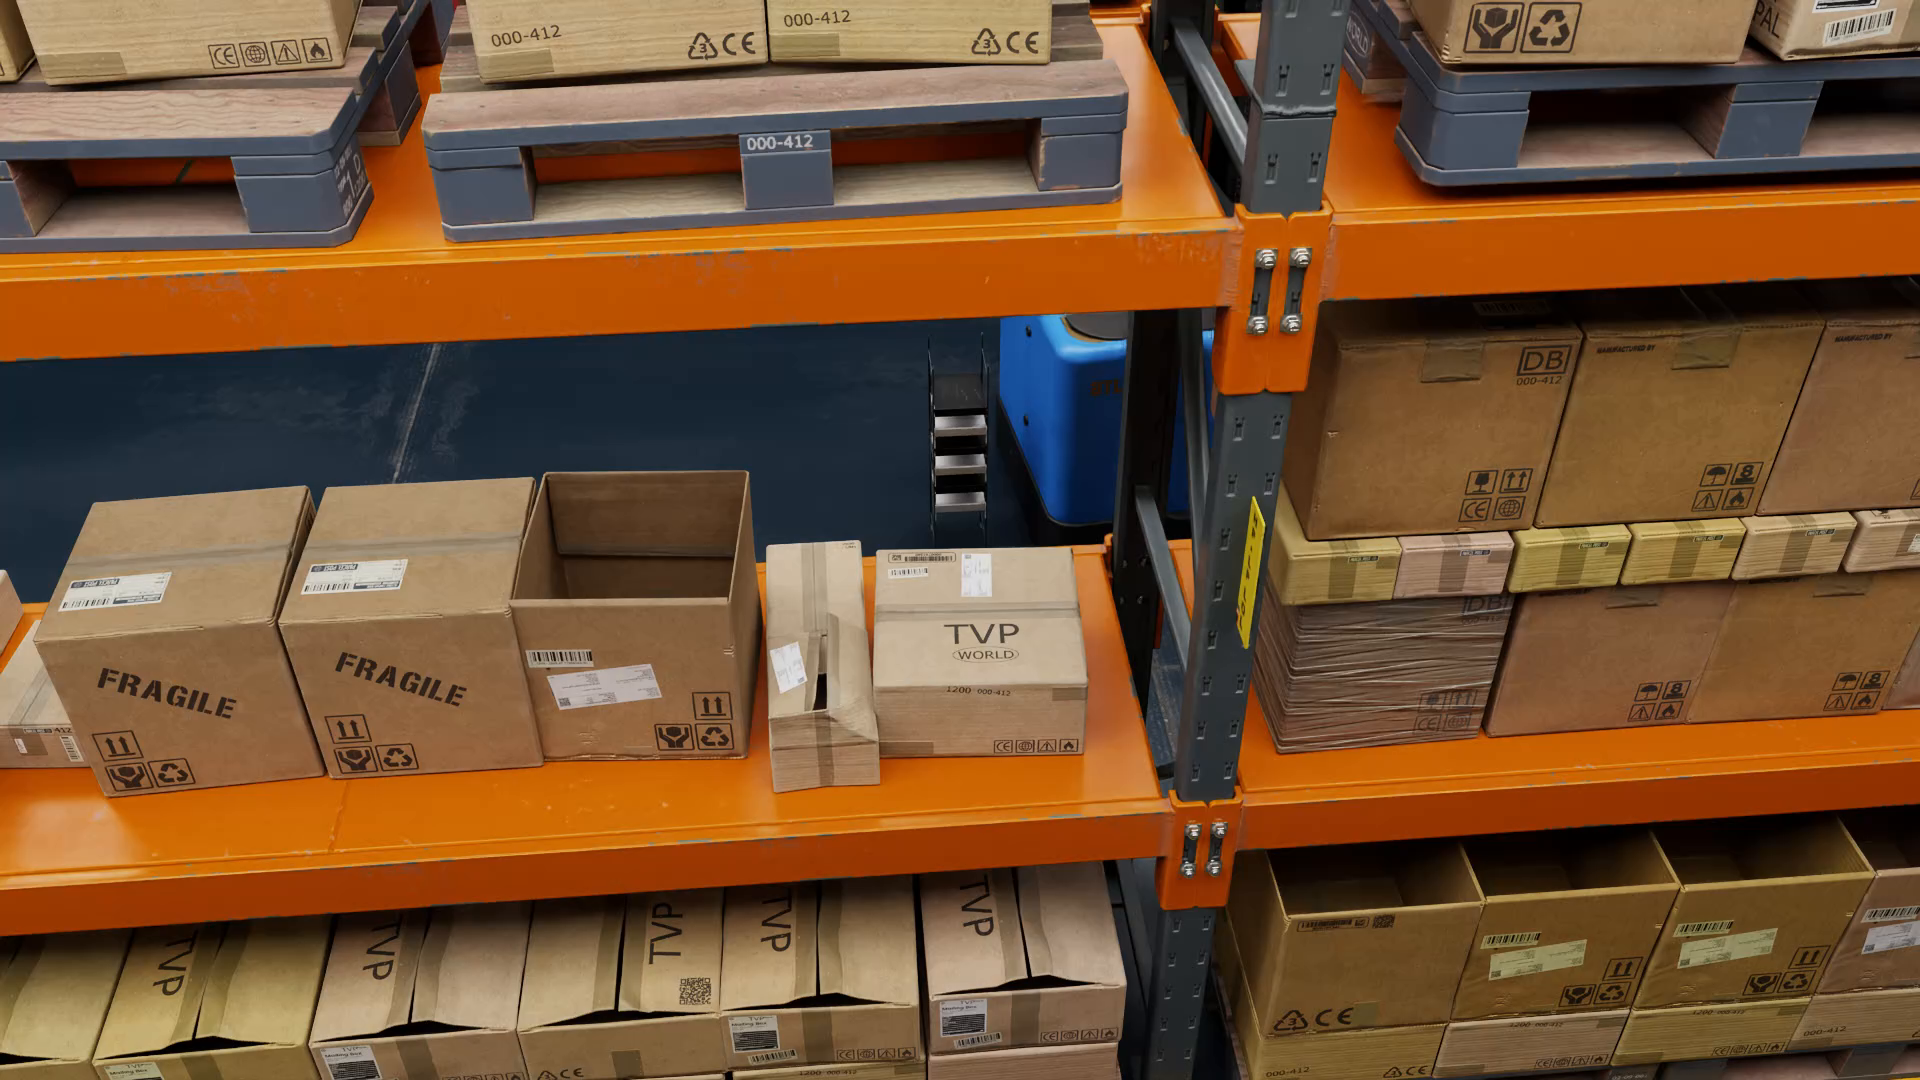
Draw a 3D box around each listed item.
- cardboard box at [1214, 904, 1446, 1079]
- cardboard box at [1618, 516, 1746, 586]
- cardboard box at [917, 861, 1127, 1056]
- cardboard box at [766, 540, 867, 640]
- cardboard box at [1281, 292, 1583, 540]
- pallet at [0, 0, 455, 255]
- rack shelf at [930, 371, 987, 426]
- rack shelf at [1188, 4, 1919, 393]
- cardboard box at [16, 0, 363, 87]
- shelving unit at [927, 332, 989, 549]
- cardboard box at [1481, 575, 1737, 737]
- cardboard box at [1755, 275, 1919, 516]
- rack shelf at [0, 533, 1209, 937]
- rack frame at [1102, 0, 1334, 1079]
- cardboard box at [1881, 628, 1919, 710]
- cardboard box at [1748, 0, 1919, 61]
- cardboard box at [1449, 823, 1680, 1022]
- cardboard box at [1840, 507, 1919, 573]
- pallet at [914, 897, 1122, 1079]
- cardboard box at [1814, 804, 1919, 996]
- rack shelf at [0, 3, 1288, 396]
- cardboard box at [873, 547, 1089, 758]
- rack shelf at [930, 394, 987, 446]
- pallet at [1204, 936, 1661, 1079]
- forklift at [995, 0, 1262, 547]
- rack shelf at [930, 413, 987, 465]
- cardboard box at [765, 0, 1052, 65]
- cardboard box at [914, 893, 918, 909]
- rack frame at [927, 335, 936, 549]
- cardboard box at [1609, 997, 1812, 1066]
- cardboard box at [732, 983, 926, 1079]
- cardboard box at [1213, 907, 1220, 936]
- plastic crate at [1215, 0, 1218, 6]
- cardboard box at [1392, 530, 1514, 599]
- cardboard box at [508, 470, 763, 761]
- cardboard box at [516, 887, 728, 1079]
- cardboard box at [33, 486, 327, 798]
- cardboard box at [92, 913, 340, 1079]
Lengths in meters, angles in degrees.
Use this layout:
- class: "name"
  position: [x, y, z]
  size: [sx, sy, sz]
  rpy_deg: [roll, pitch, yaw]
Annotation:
- class: "cardboard box"
  position: [1.018, 1.234, 4.646]
  size: [0.500, 0.250, 0.500]
  rpy_deg: [-3, 38, -4]
- class: "cardboard box"
  position: [1.582, -0.076, 3.821]
  size: [0.250, 0.149, 0.380]
  rpy_deg: [-3, 38, -4]
- class: "cardboard box"
  position: [0.151, 1.051, 4.425]
  size: [0.500, 0.311, 0.500]
  rpy_deg: [-3, 38, -4]
- class: "cardboard box"
  position: [-0.372, 0.178, 4.305]
  size: [0.250, 0.149, 0.380]
  rpy_deg: [-3, 38, -4]
- class: "cardboard box"
  position: [0.971, -0.420, 3.732]
  size: [0.500, 0.500, 0.700]
  rpy_deg: [-3, 38, -4]
- class: "pallet"
  position: [-1.673, -0.882, 3.177]
  size: [1.213, 0.211, 1.003]
  rpy_deg: [-1, 38, -2]
- class: "rack shelf"
  position: [-0.008, -0.539, 6.324]
  size: [0.200, 0.077, 0.258]
  rpy_deg: [-3, 38, -4]
- class: "rack shelf"
  position: [2.521, -0.848, 3.562]
  size: [4.000, 0.370, 1.077]
  rpy_deg: [-3, 38, -4]
- class: "cardboard box"
  position: [-1.381, -1.059, 3.031]
  size: [0.500, 0.250, 0.500]
  rpy_deg: [-6, 39, -8]
- class: "shelving unit"
  position: [-0.008, -0.353, 6.471]
  size: [0.210, 0.900, 0.258]
  rpy_deg: [-3, 38, -4]
- class: "cardboard box"
  position: [1.495, 0.057, 4.176]
  size: [0.500, 0.500, 0.700]
  rpy_deg: [-4, 38, -4]
- class: "cardboard box"
  position: [1.973, -0.475, 3.802]
  size: [0.500, 0.500, 0.700]
  rpy_deg: [-3, 38, -4]
- class: "rack shelf"
  position: [-1.463, 0.549, 4.213]
  size: [4.000, 0.370, 1.077]
  rpy_deg: [-3, 38, -4]
- class: "rack frame"
  position: [0.529, 0.157, 4.129]
  size: [0.127, 3.000, 1.000]
  rpy_deg: [-3, 38, -4]
- class: "cardboard box"
  position: [2.505, 0.003, 4.244]
  size: [0.500, 0.500, 0.700]
  rpy_deg: [-2, 38, -3]
- class: "cardboard box"
  position: [1.592, -1.100, 2.920]
  size: [0.500, 0.311, 0.500]
  rpy_deg: [-5, 39, -6]
- class: "cardboard box"
  position: [1.516, 0.913, 4.447]
  size: [0.500, 0.500, 0.500]
  rpy_deg: [-3, 38, -4]
- class: "cardboard box"
  position: [2.097, -0.105, 3.857]
  size: [0.250, 0.149, 0.380]
  rpy_deg: [-4, 38, -5]
- class: "pallet"
  position: [-0.201, 1.316, 4.911]
  size: [1.213, 0.211, 1.003]
  rpy_deg: [-3, 38, -4]
- class: "cardboard box"
  position: [2.513, 0.862, 4.512]
  size: [0.500, 0.500, 0.500]
  rpy_deg: [-3, 38, -4]
- class: "rack shelf"
  position: [-1.463, -0.628, 3.284]
  size: [4.000, 0.370, 1.077]
  rpy_deg: [-3, 38, -4]
- class: "cardboard box"
  position: [0.043, 0.270, 4.107]
  size: [0.500, 0.250, 0.500]
  rpy_deg: [-1, 38, -1]
- class: "rack shelf"
  position: [-0.008, -0.468, 6.380]
  size: [0.200, 0.077, 0.258]
  rpy_deg: [-3, 38, -4]
- class: "pallet"
  position: [1.325, 1.234, 5.015]
  size: [1.213, 0.211, 1.003]
  rpy_deg: [-3, 38, -4]
- class: "forklift"
  position: [1.723, -1.456, 6.229]
  size: [3.031, 2.935, 1.130]
  rpy_deg: [-7, 39, -9]
- class: "rack shelf"
  position: [-0.008, -0.397, 6.436]
  size: [0.200, 0.077, 0.258]
  rpy_deg: [-3, 38, -4]
- class: "cardboard box"
  position: [-0.086, -1.098, 3.081]
  size: [0.500, 0.250, 0.500]
  rpy_deg: [1, 38, 1]
- class: "cardboard box"
  position: [0.105, 0.941, 5.016]
  size: [0.500, 0.250, 0.500]
  rpy_deg: [-4, 38, -5]
- class: "rack frame"
  position: [-0.109, -0.347, 6.464]
  size: [0.006, 0.900, 0.240]
  rpy_deg: [-3, 38, -4]
- class: "cardboard box"
  position: [2.015, 1.185, 4.707]
  size: [0.500, 0.250, 0.500]
  rpy_deg: [-3, 38, -4]
- class: "cardboard box"
  position: [-0.362, 1.300, 4.561]
  size: [0.500, 0.250, 0.500]
  rpy_deg: [-4, 38, -5]
- class: "cardboard box"
  position: [0.972, 0.912, 5.054]
  size: [0.500, 0.250, 0.500]
  rpy_deg: [-3, 38, -4]
- class: "plastic crate"
  position: [1.471, -2.716, 7.942]
  size: [0.662, 0.188, 0.450]
  rpy_deg: [-3, 38, -4]
- class: "cardboard box"
  position: [1.064, -0.046, 3.782]
  size: [0.250, 0.149, 0.380]
  rpy_deg: [-3, 38, -3]
- class: "cardboard box"
  position: [-0.762, 0.179, 4.021]
  size: [0.500, 0.500, 0.500]
  rpy_deg: [-1, 38, -1]
- class: "cardboard box"
  position: [-0.864, 1.109, 4.351]
  size: [0.500, 0.311, 0.500]
  rpy_deg: [-3, 38, -4]
- class: "cardboard box"
  position: [-1.785, 0.235, 3.949]
  size: [0.500, 0.500, 0.500]
  rpy_deg: [-5, 39, -6]
- class: "cardboard box"
  position: [-1.877, 1.163, 4.282]
  size: [0.500, 0.311, 0.500]
  rpy_deg: [-4, 38, -5]
